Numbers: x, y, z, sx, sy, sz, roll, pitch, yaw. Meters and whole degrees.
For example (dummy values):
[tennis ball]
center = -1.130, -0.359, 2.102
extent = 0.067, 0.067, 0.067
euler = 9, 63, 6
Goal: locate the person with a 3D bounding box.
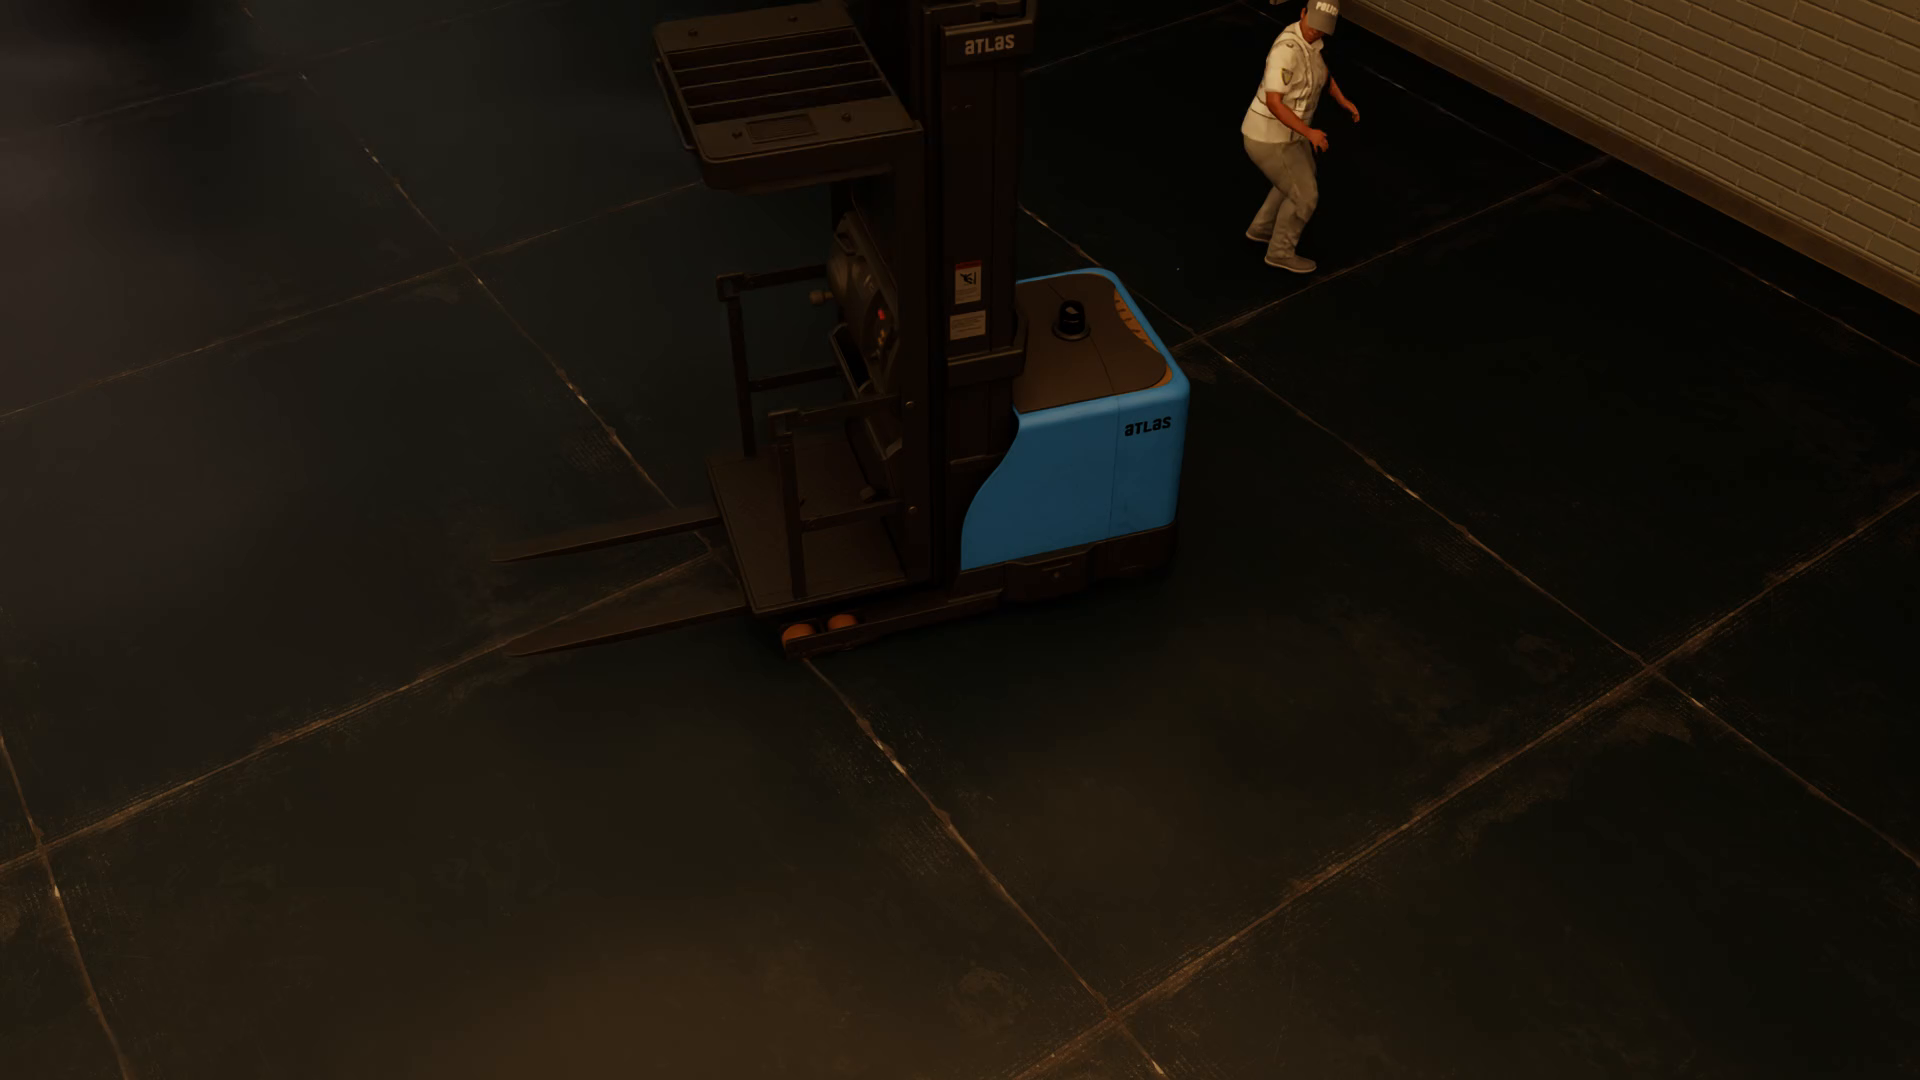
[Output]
[person]
center = 1.860, -2.241, 9.158
extent = 0.597, 1.619, 0.720
euler = 13, 44, 14

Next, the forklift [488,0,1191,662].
[forklift]
center = -0.581, -0.952, 6.748
extent = 3.031, 2.935, 1.130
euler = -12, 44, -13
